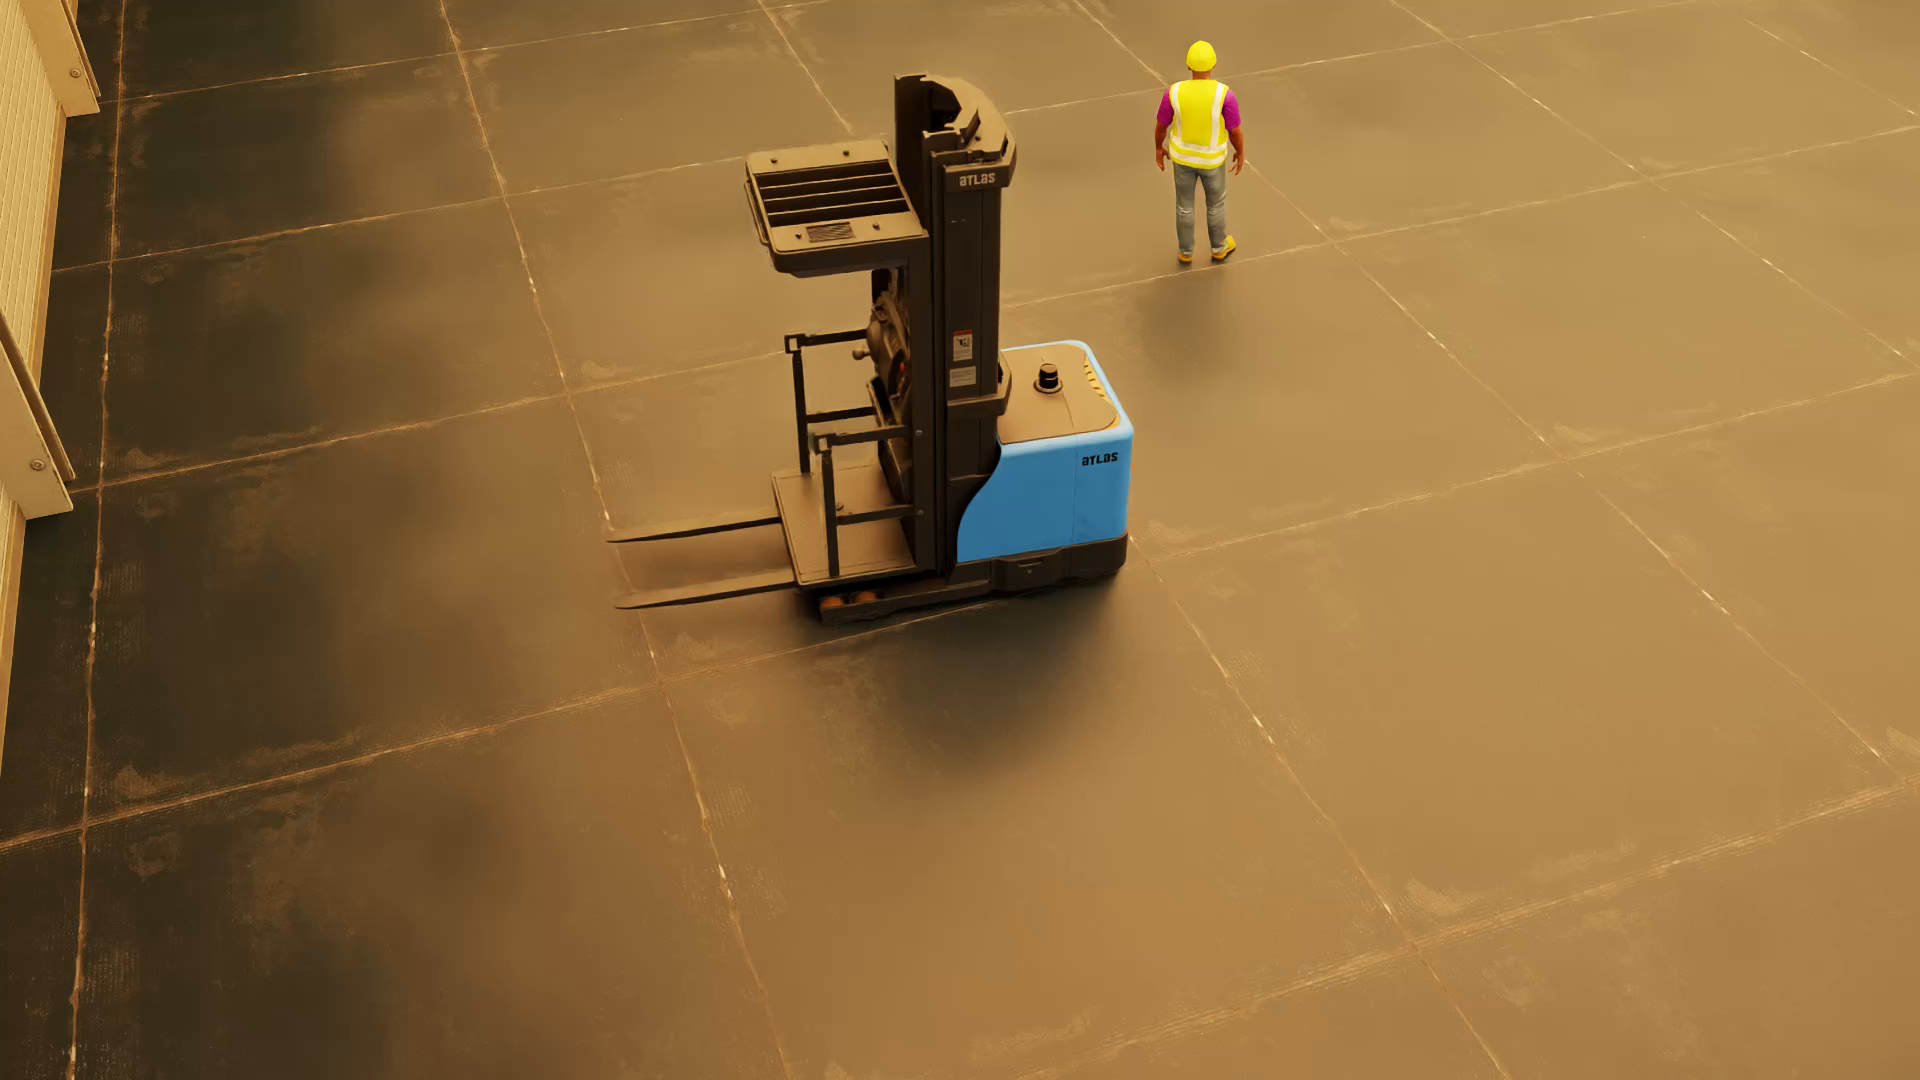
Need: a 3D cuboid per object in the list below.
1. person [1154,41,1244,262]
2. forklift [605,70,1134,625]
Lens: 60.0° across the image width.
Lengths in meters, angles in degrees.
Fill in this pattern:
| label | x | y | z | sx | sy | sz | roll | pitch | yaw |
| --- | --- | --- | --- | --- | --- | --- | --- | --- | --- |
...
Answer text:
| label | x | y | z | sx | sy | sz | roll | pitch | yaw |
| --- | --- | --- | --- | --- | --- | --- | --- | --- | --- |
| person | 1.783 | -2.890 | 12.333 | 0.666 | 1.766 | 0.577 | 11 | 41 | 13 |
| forklift | -0.577 | -1.002 | 9.190 | 3.031 | 2.935 | 1.130 | -9 | 41 | -10 |
